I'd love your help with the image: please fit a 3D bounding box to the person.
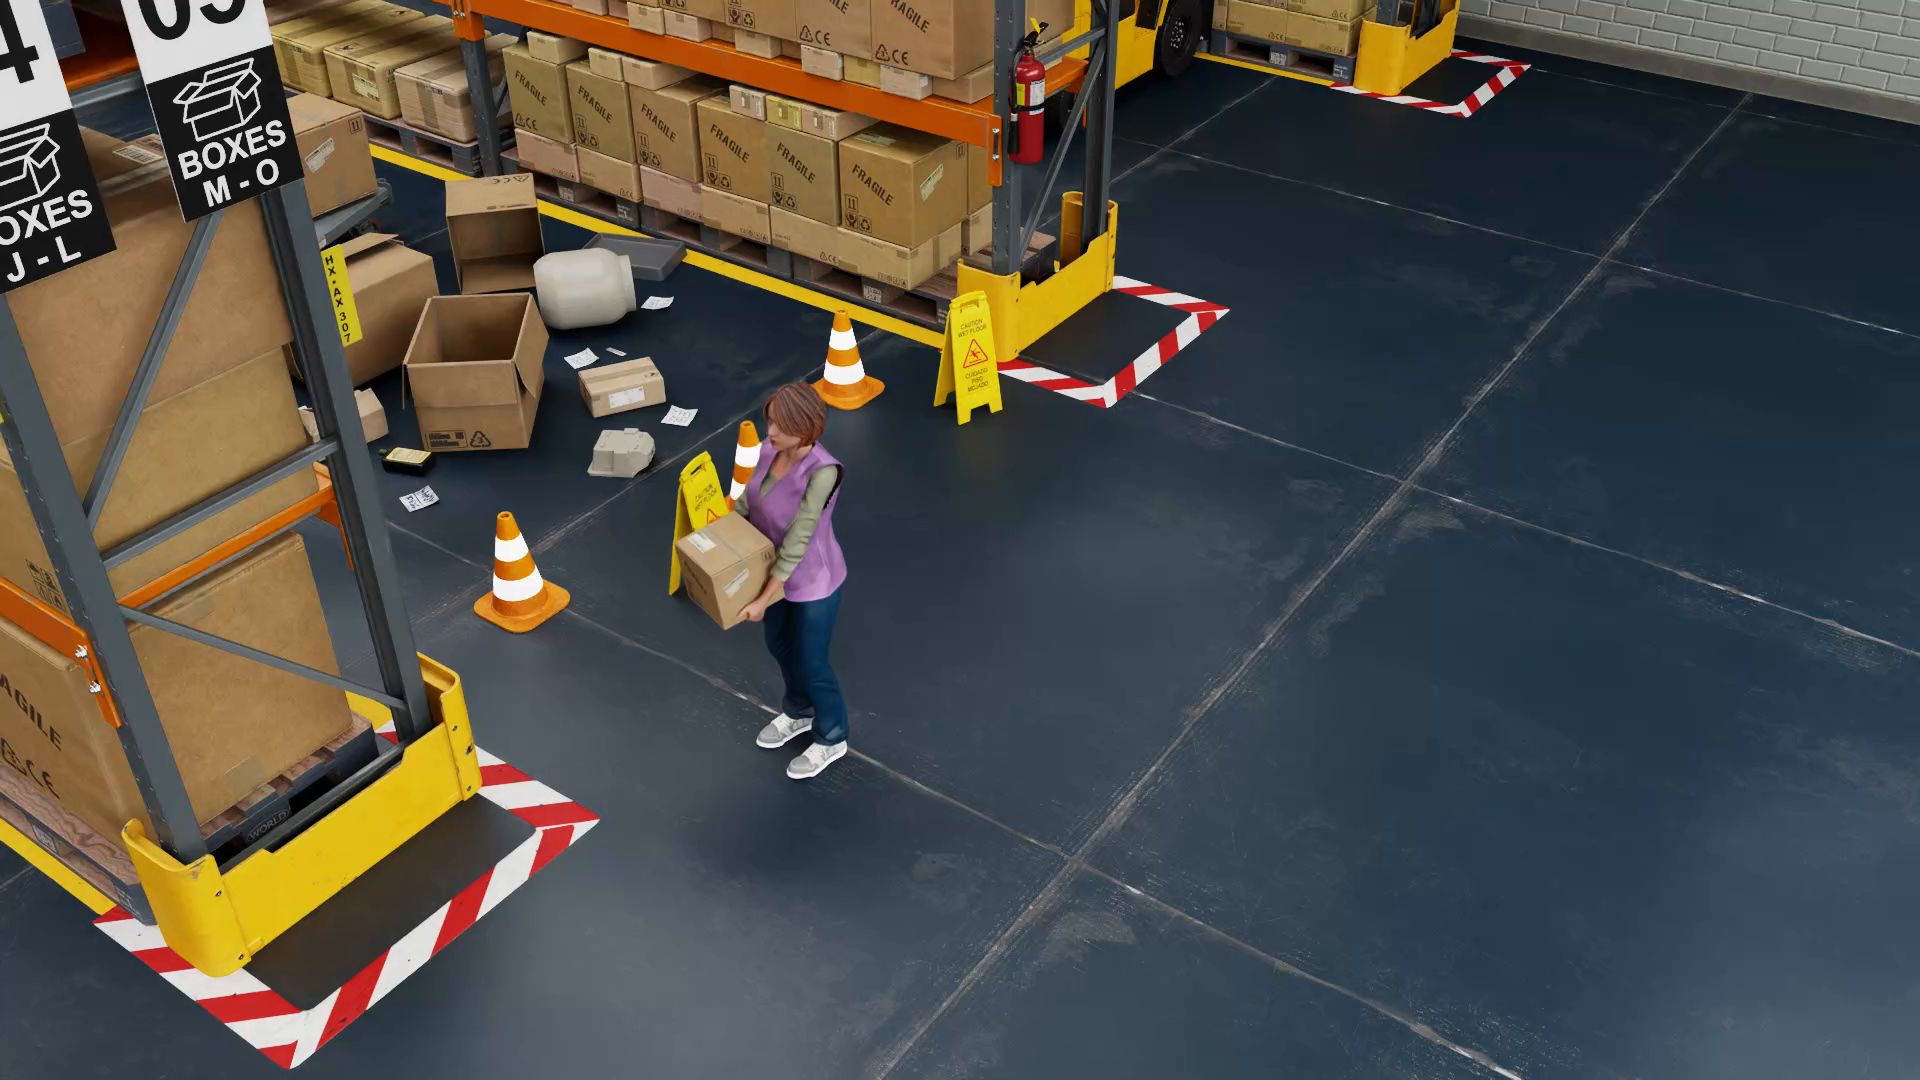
[{"bbox_3d":[-0.573,0.147,5.945,0.347,1.592,0.468,-25,42,-32],"label":"person"}]
